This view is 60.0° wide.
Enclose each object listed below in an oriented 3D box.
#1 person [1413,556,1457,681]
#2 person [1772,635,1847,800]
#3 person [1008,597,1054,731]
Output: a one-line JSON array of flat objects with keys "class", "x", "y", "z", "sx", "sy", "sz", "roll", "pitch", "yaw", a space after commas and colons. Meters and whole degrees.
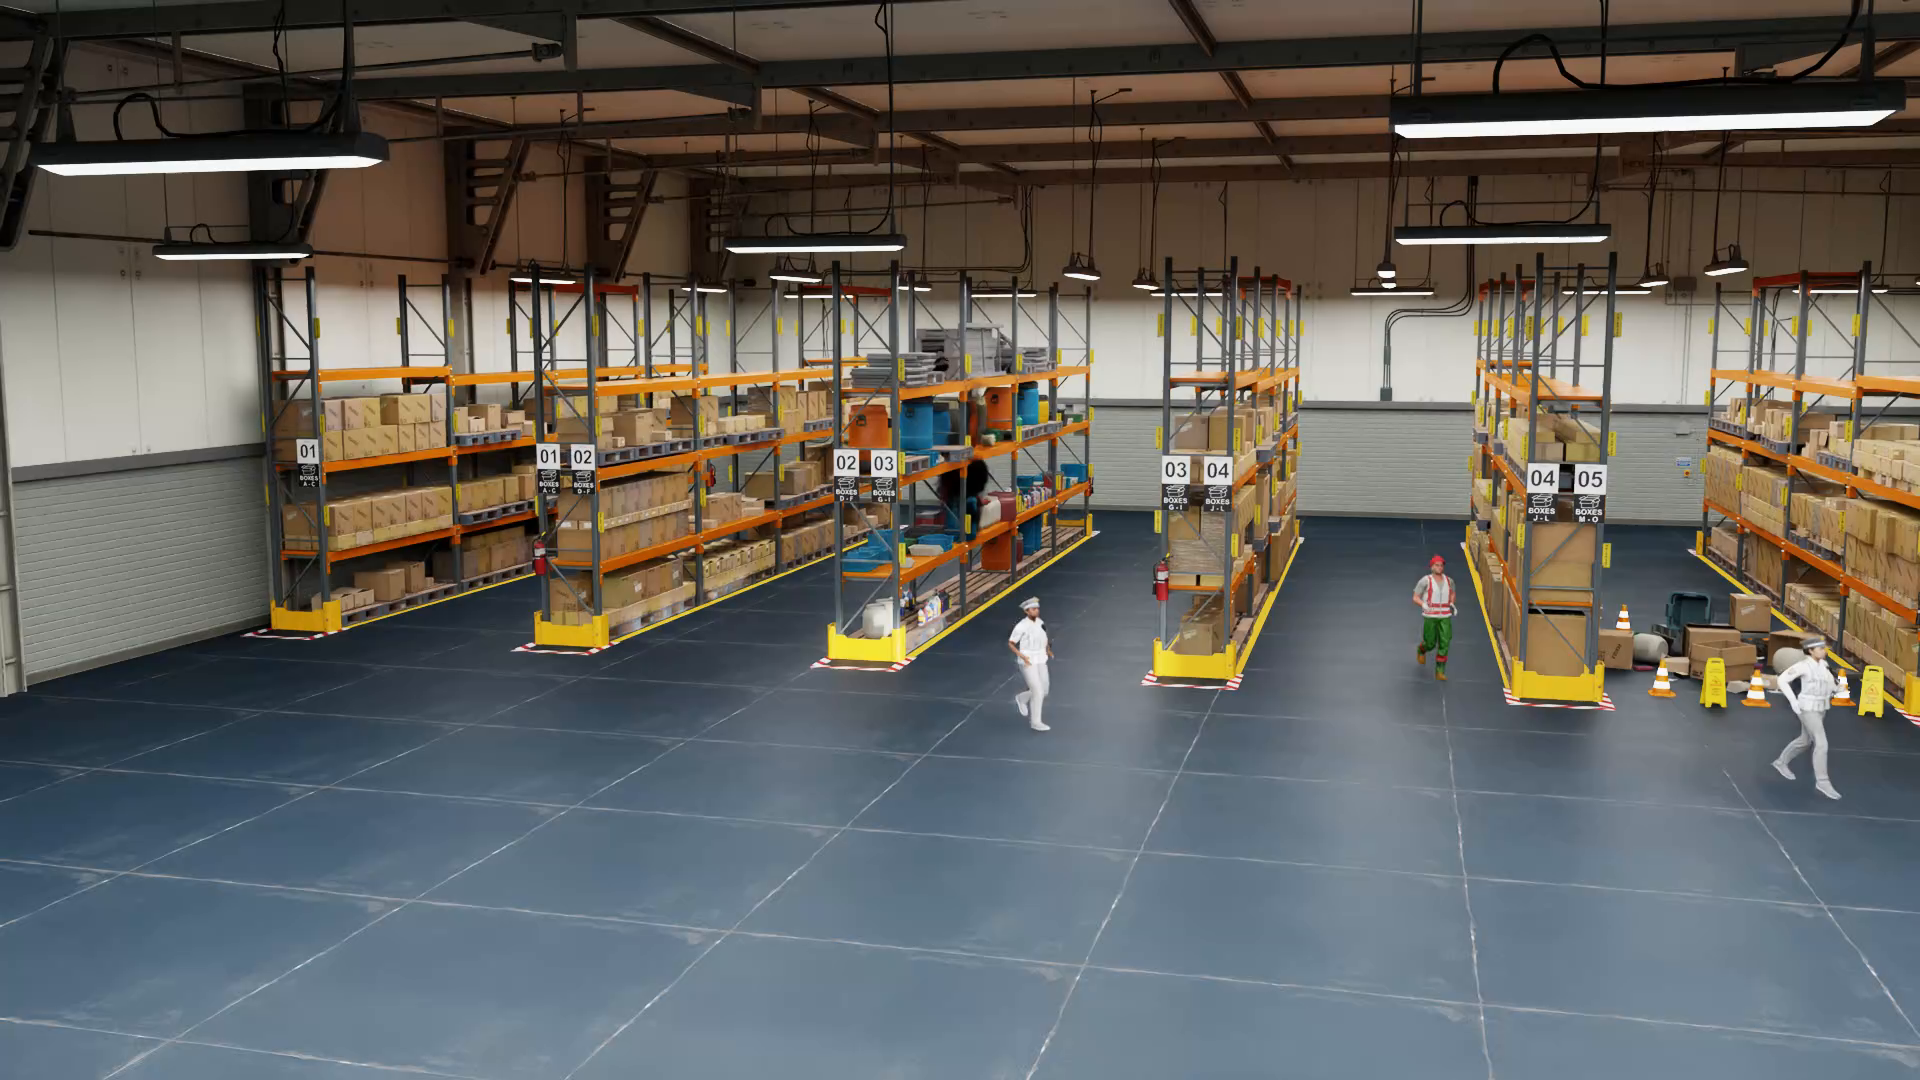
[{"class": "person", "x": 6.843, "y": 1.106, "z": 23.870, "sx": 0.658, "sy": 1.751, "sz": 0.871, "roll": 0, "pitch": 7, "yaw": -4}, {"class": "person", "x": 9.228, "y": 1.872, "z": 18.018, "sx": 0.593, "sy": 1.725, "sz": 0.840, "roll": -5, "pitch": 9, "yaw": -33}, {"class": "person", "x": 0.886, "y": 1.538, "z": 20.911, "sx": 0.581, "sy": 1.650, "sz": 0.685, "roll": -6, "pitch": 9, "yaw": -39}]
